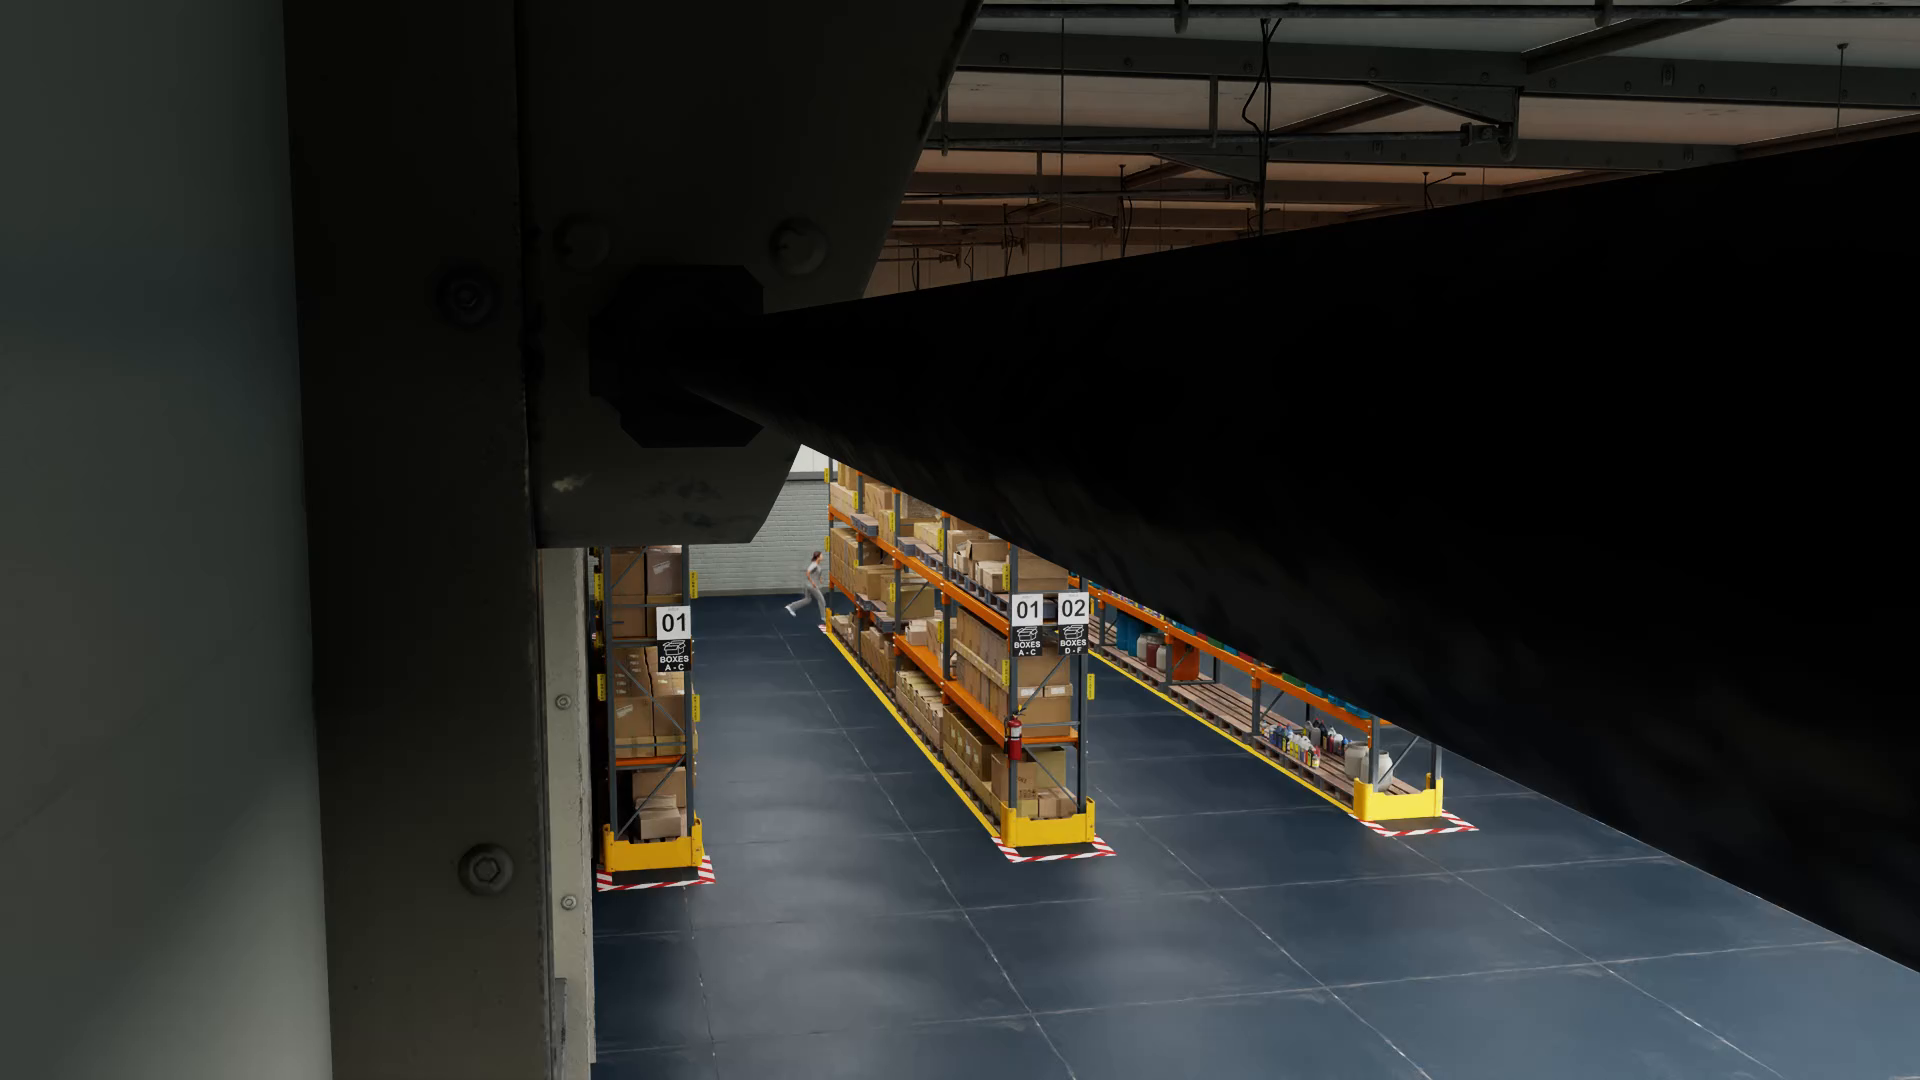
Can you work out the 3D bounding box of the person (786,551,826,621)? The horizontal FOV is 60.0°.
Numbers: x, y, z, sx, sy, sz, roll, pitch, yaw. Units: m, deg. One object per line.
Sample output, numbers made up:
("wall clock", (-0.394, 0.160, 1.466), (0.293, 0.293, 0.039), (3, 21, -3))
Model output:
("person", (-3.394, 1.072, 37.537), (1.078, 1.659, 0.566), (-1, 7, -7))
